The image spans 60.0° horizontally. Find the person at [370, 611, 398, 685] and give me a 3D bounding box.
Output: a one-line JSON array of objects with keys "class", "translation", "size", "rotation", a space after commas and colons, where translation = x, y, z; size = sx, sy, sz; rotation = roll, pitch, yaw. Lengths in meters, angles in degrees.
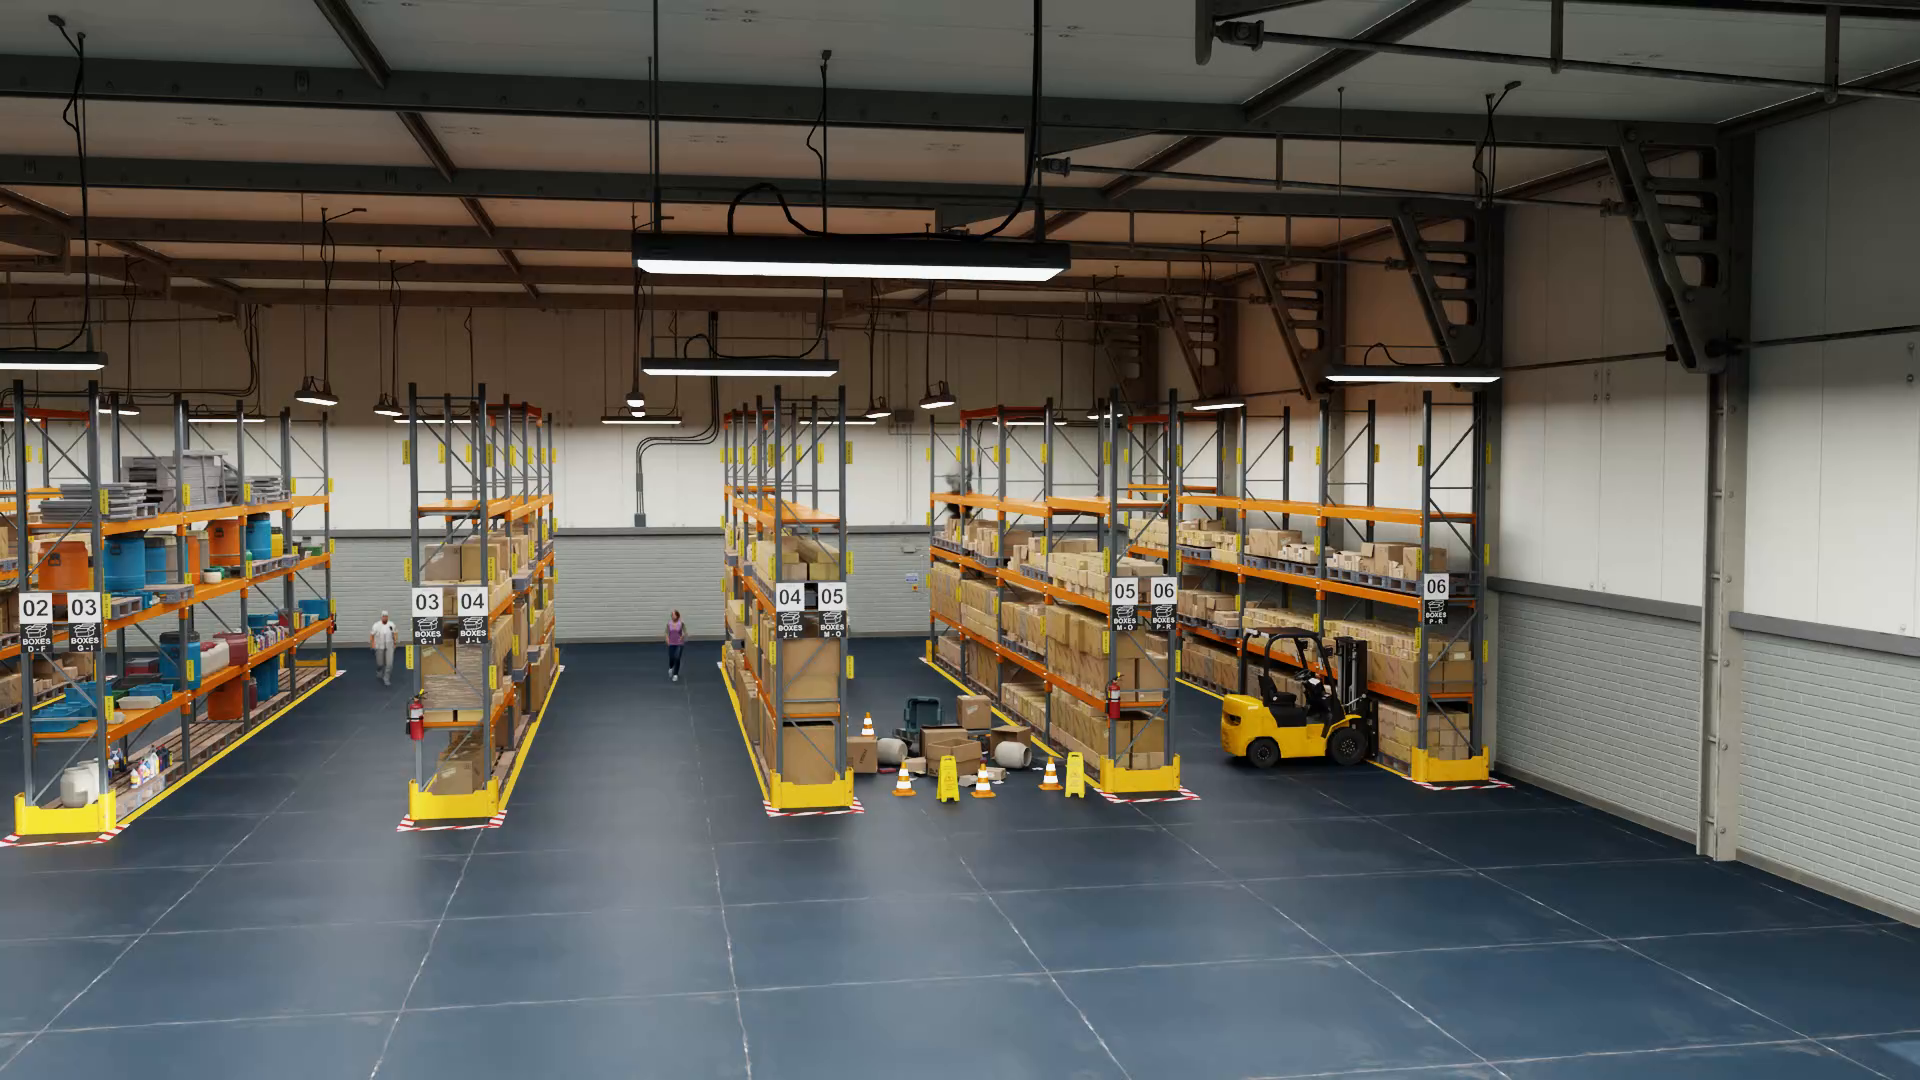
[{"class": "person", "translation": [-12.646, 2.357, 36.530], "size": [0.593, 1.620, 0.580], "rotation": [-1, 3, -25]}]

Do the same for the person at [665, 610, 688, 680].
[{"class": "person", "translation": [-6.334, 2.358, 37.062], "size": [0.523, 1.550, 0.549], "rotation": [0, 3, -4]}]
